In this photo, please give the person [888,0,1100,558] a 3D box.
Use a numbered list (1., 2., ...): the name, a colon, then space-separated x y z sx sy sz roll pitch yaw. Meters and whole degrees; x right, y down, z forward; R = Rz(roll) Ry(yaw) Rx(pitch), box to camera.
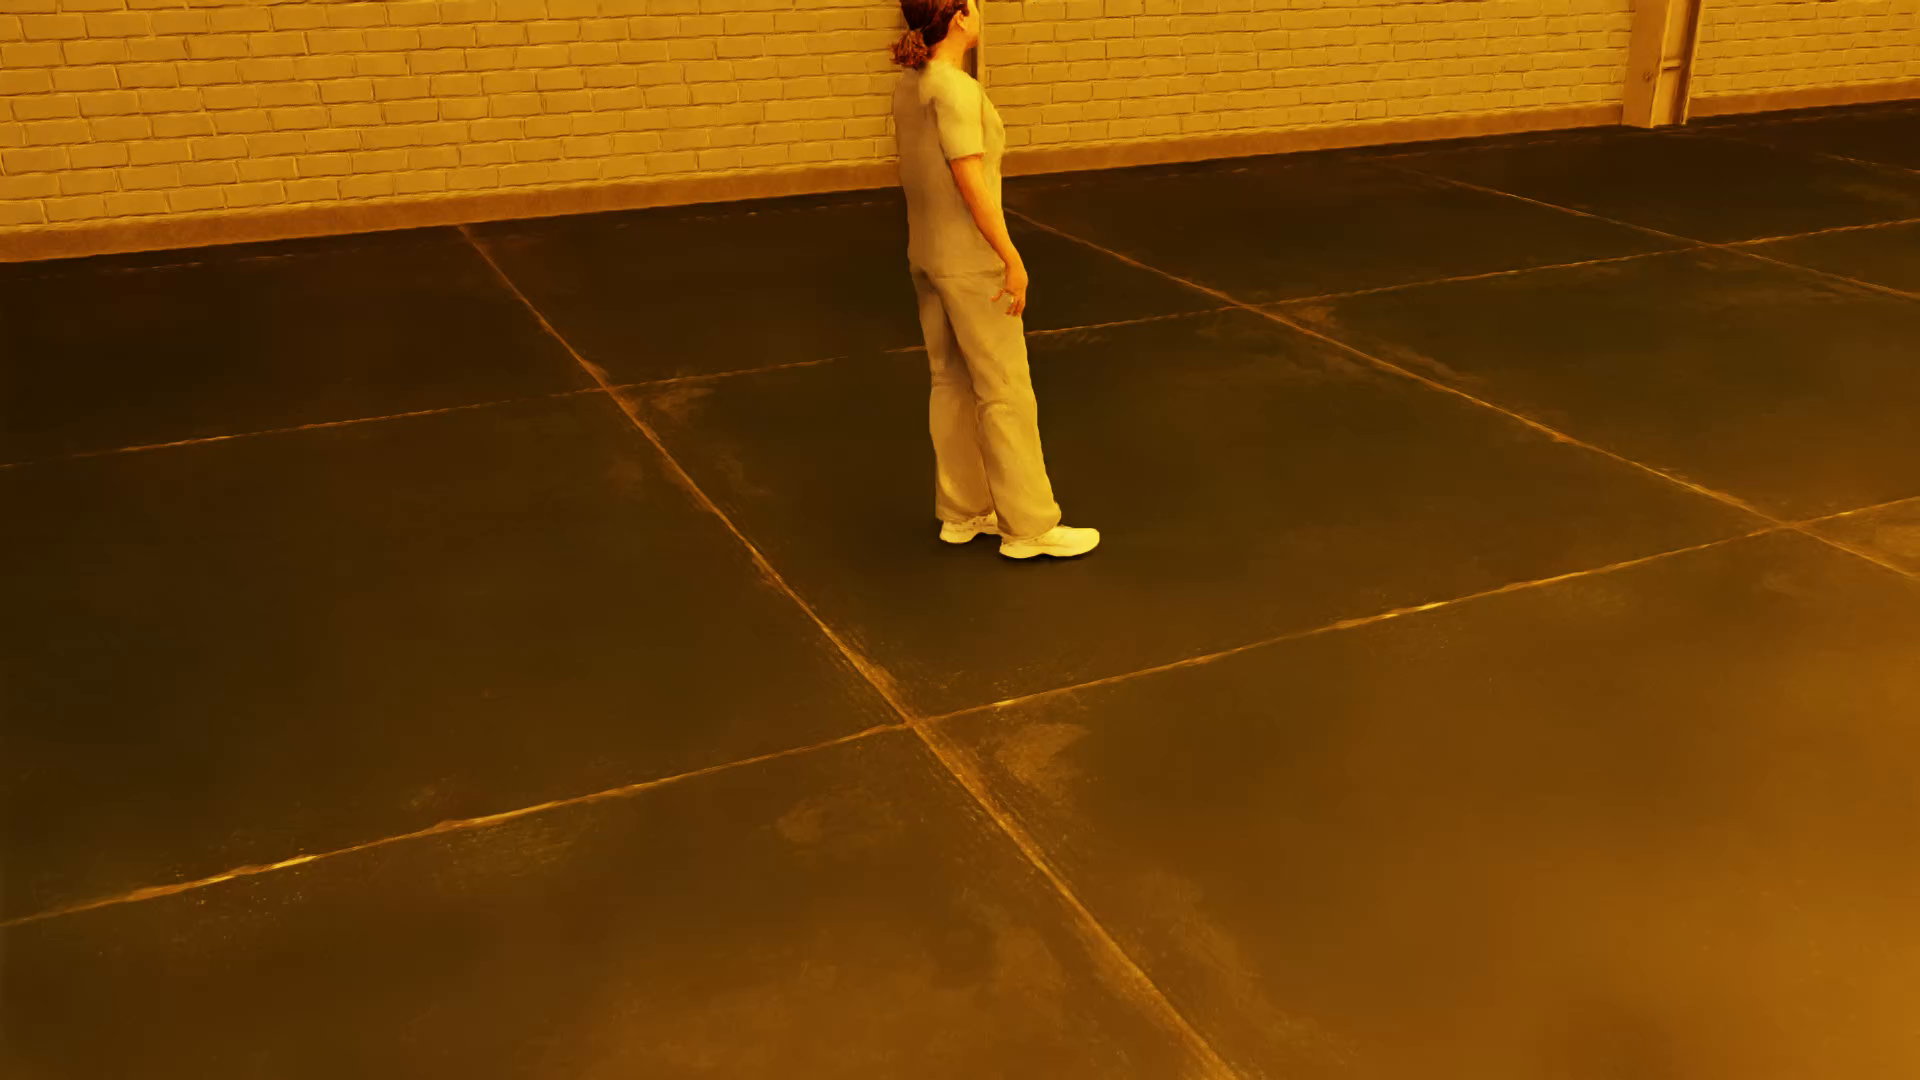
1. person: 0.072 -0.780 4.803 0.548 1.658 0.550 -10 25 -23
